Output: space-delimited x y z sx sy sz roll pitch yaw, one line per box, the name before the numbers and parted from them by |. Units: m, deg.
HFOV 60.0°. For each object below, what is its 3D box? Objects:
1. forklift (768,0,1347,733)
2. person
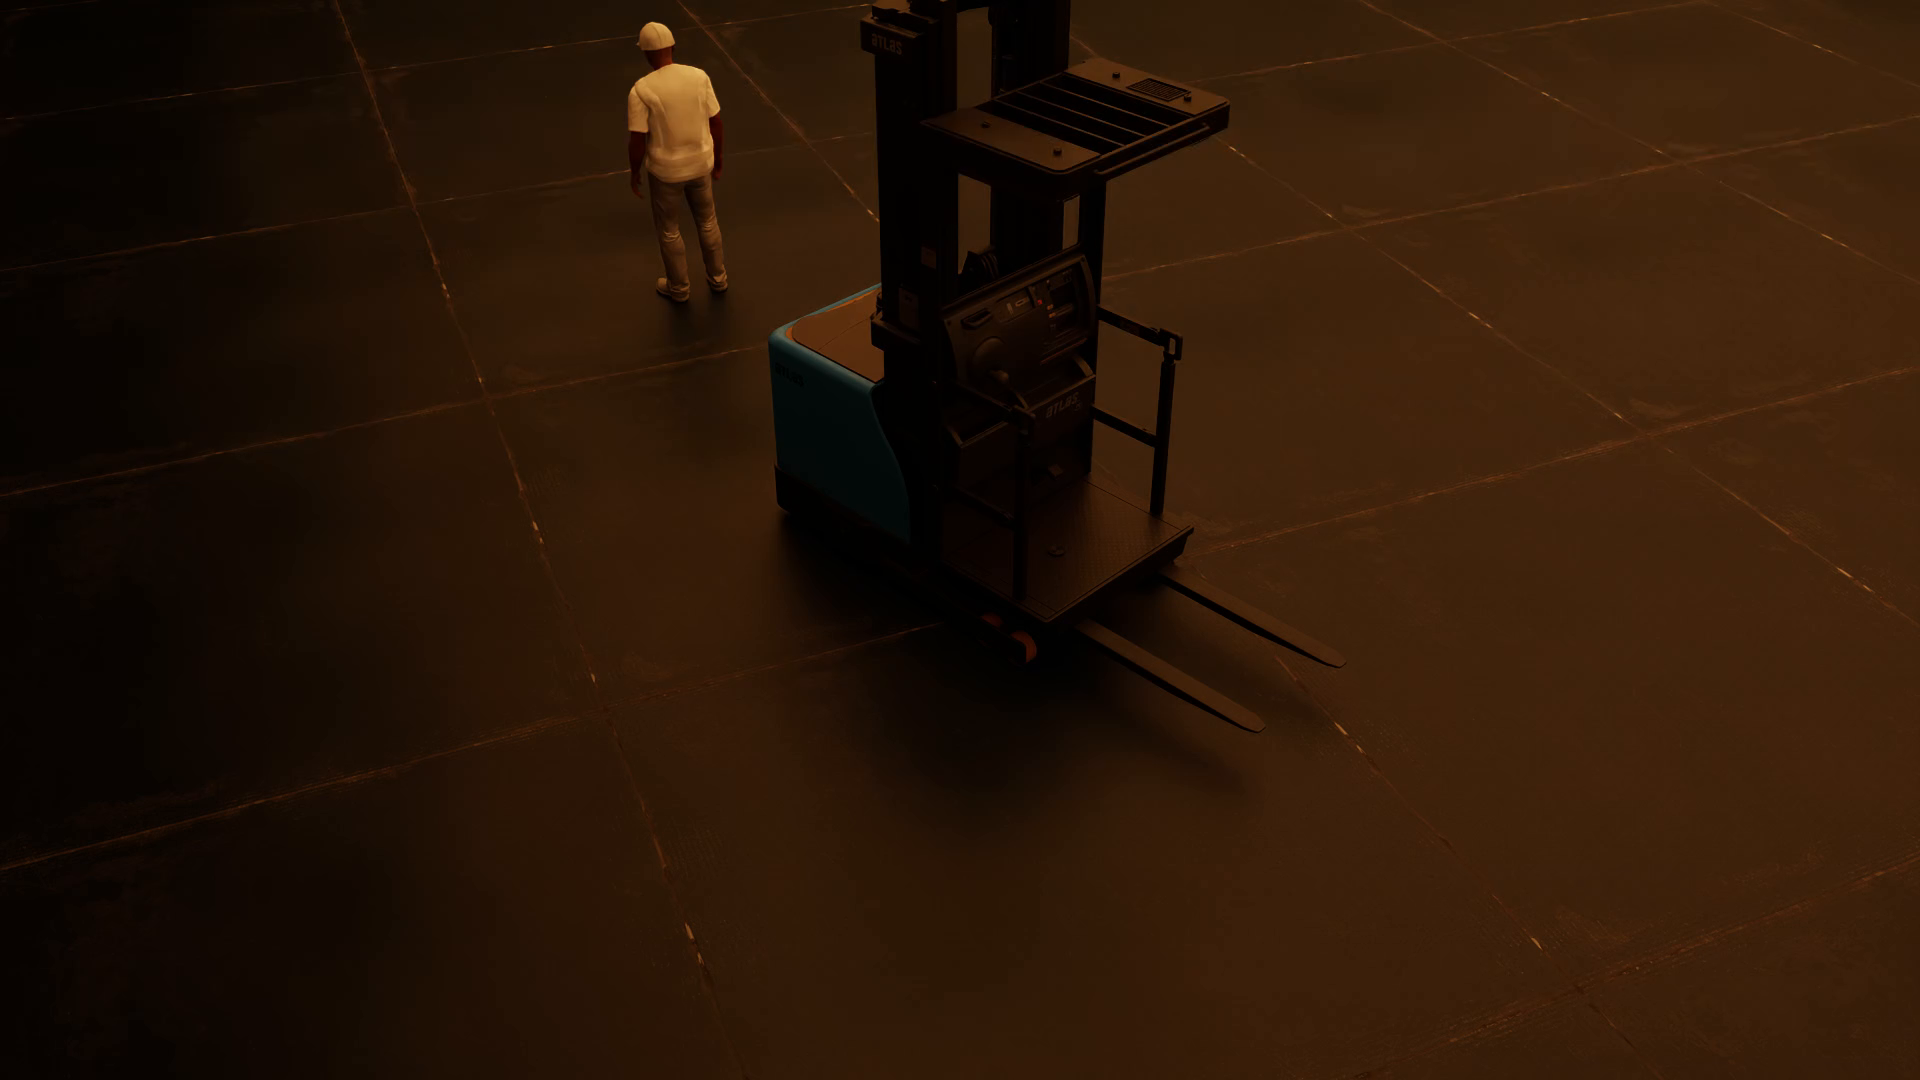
forklift | 0.432 -0.946 7.429 3.031 2.935 1.130 30 45 35
person | -1.772 -2.356 10.426 0.636 1.760 0.462 -20 40 -25
